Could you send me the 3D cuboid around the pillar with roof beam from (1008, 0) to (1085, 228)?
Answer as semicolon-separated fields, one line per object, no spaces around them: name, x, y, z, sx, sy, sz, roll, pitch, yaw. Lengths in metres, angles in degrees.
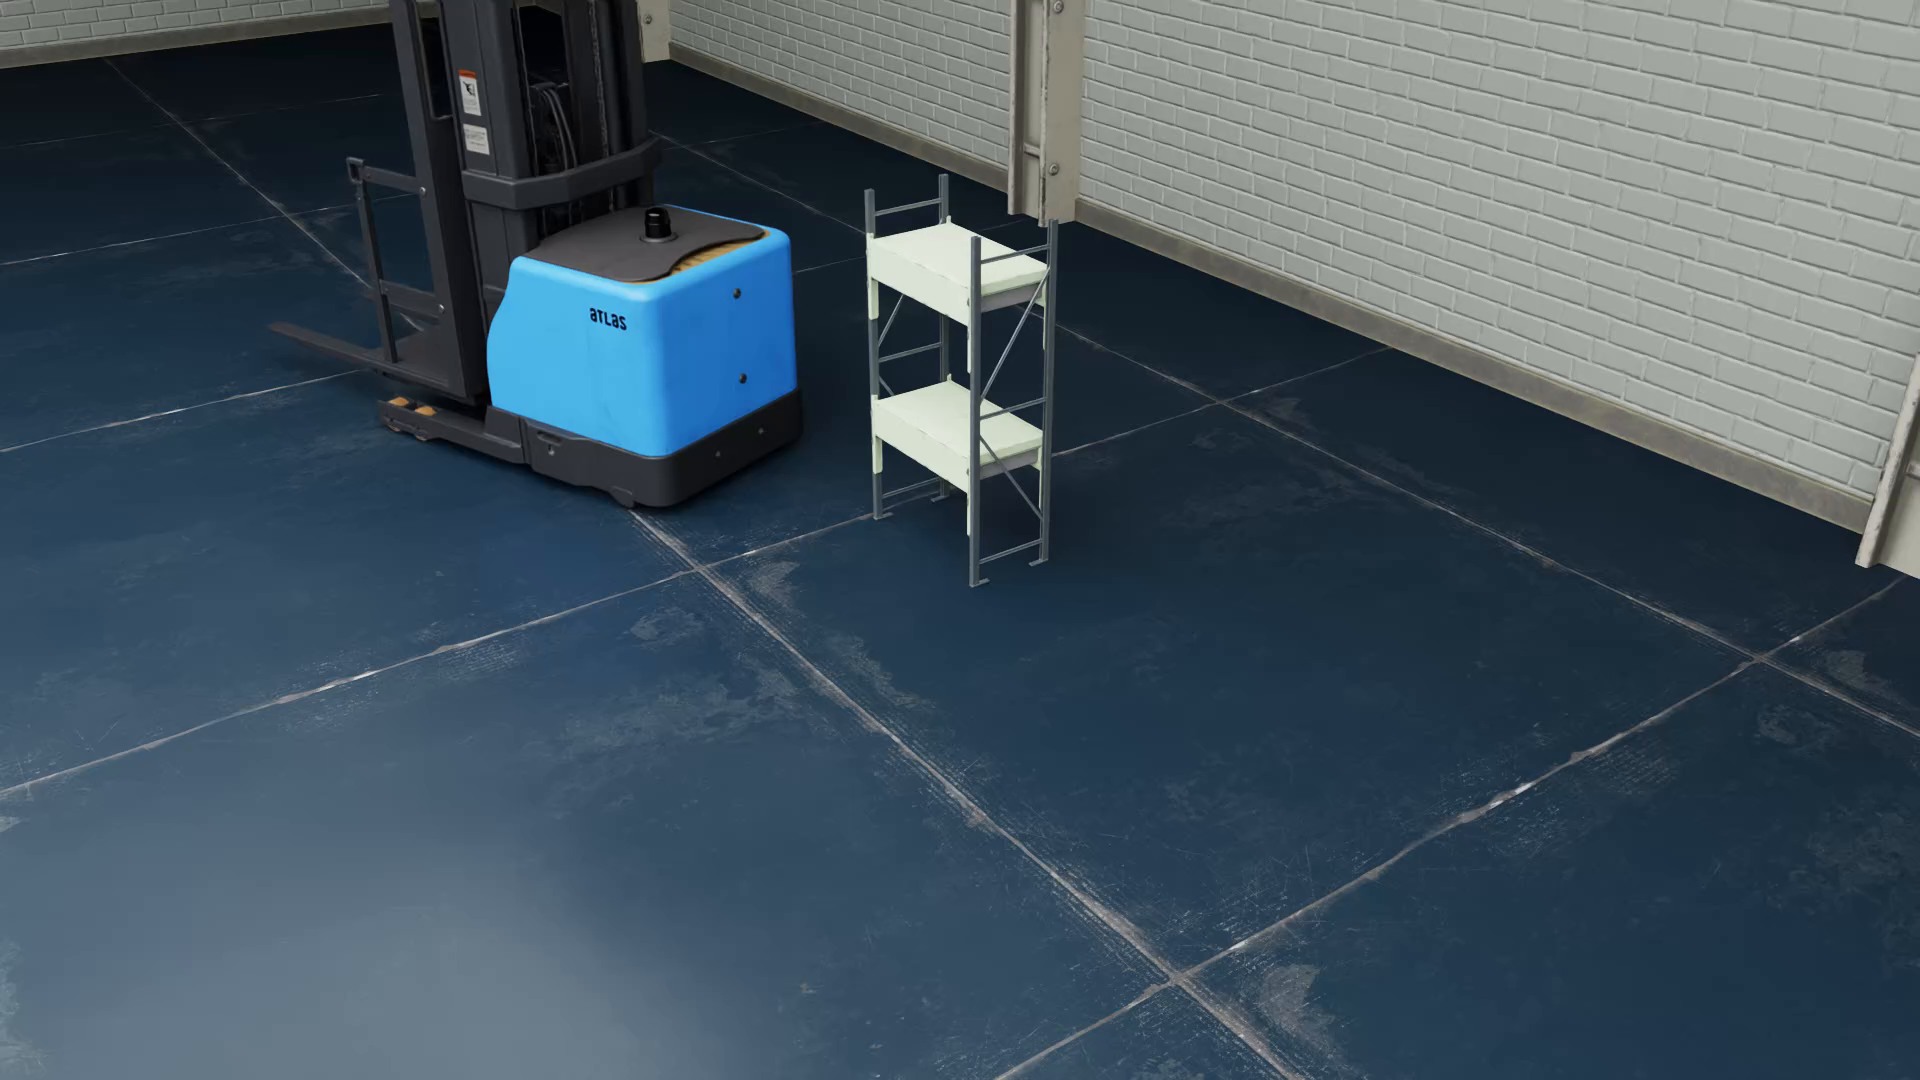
pillar with roof beam;-2.945;-4.964;6.961;9.100;9.000;0.400;-19;34;-31

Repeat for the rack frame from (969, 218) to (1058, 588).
rack frame;0.208;-0.519;6.635;0.400;1.500;0.023;-19;34;-31

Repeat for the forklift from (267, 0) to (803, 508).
forklift;-2.268;-1.963;7.793;3.031;2.935;1.130;18;33;30

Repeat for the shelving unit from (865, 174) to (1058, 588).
shelving unit;-0.004;-0.662;6.897;0.431;1.500;0.755;-19;34;-31

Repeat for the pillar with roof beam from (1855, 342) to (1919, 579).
pillar with roof beam;0.535;-2.631;2.666;9.100;9.000;0.400;-19;34;-31

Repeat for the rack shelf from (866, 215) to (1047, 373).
rack shelf;-0.004;-1.005;6.711;0.431;0.370;0.720;-19;34;-31

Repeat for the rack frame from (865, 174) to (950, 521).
rack frame;-0.216;-0.804;7.159;0.400;1.500;0.023;-19;34;-31

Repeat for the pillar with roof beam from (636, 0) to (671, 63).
pillar with roof beam;-6.425;-7.296;11.256;9.100;9.000;0.400;-19;34;-31

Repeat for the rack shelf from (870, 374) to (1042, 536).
rack shelf;-0.004;-0.375;7.052;0.431;0.370;0.720;-19;34;-31
